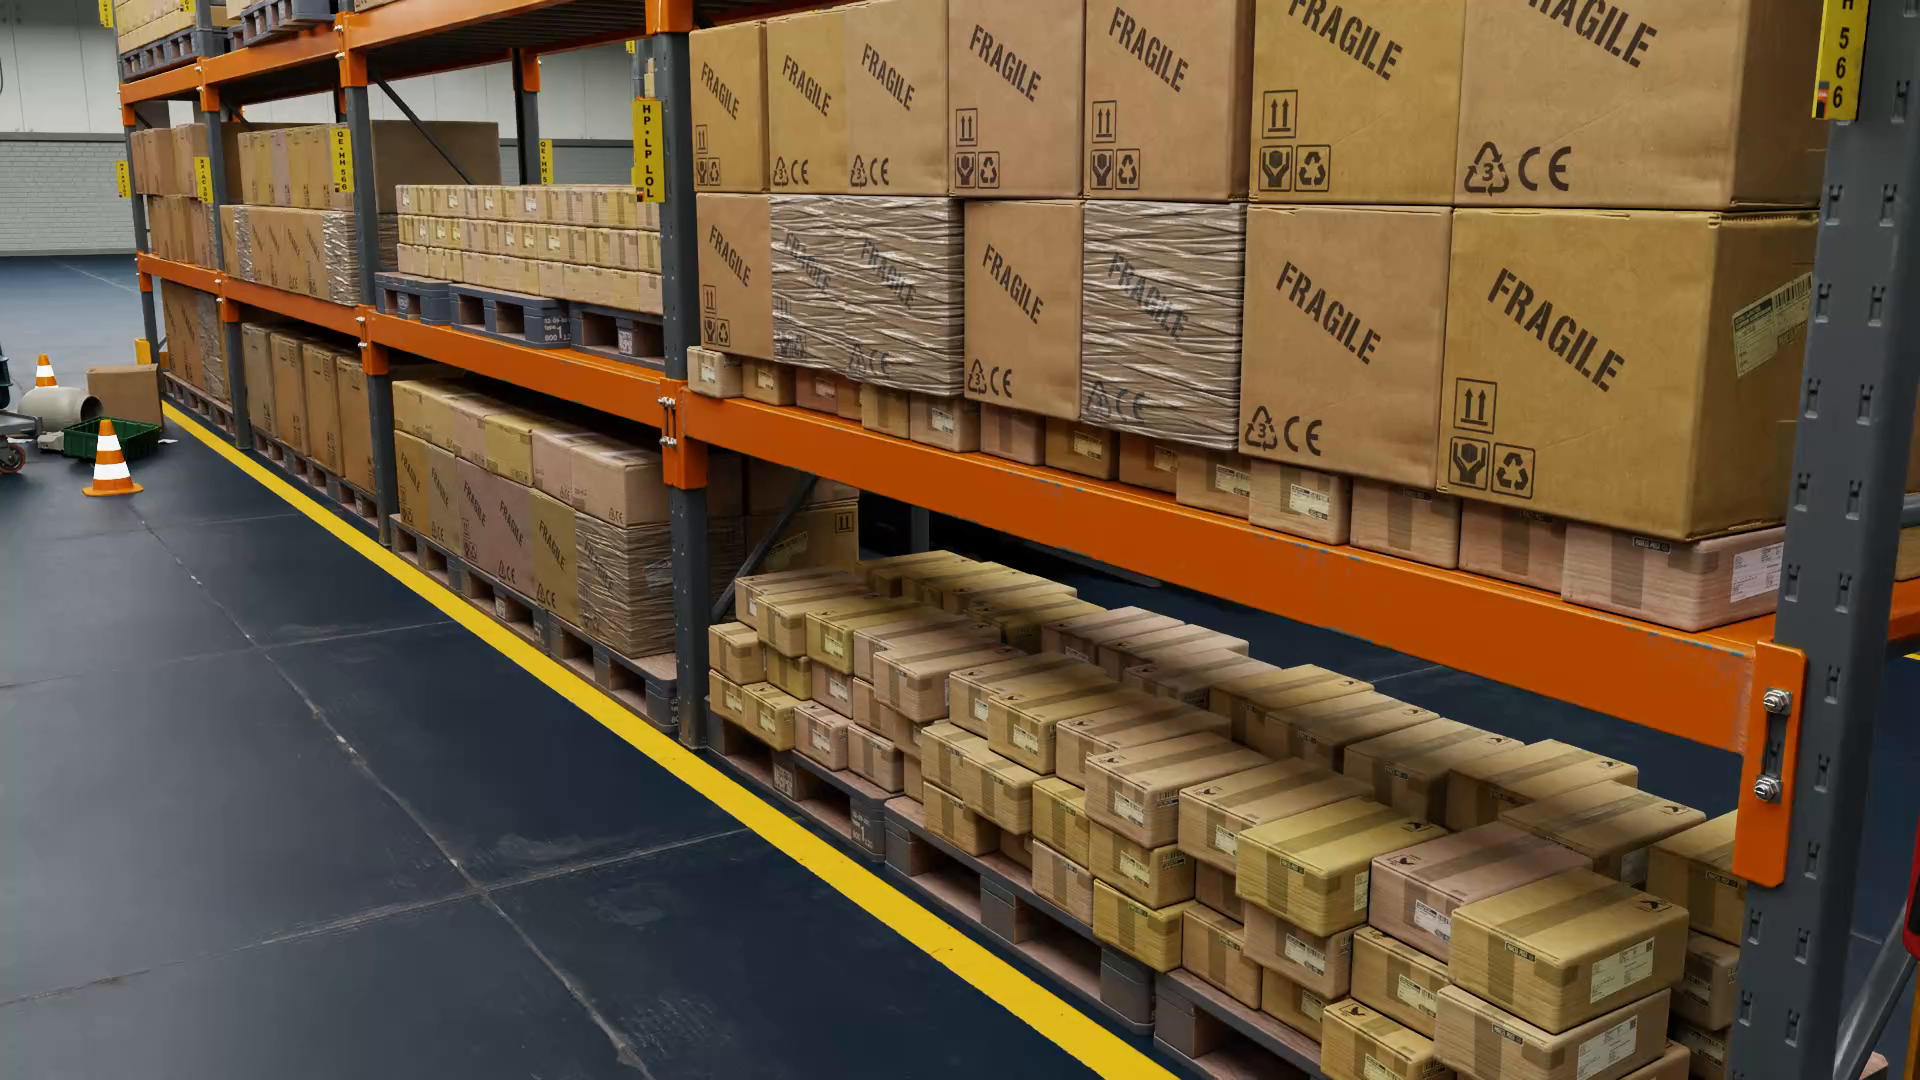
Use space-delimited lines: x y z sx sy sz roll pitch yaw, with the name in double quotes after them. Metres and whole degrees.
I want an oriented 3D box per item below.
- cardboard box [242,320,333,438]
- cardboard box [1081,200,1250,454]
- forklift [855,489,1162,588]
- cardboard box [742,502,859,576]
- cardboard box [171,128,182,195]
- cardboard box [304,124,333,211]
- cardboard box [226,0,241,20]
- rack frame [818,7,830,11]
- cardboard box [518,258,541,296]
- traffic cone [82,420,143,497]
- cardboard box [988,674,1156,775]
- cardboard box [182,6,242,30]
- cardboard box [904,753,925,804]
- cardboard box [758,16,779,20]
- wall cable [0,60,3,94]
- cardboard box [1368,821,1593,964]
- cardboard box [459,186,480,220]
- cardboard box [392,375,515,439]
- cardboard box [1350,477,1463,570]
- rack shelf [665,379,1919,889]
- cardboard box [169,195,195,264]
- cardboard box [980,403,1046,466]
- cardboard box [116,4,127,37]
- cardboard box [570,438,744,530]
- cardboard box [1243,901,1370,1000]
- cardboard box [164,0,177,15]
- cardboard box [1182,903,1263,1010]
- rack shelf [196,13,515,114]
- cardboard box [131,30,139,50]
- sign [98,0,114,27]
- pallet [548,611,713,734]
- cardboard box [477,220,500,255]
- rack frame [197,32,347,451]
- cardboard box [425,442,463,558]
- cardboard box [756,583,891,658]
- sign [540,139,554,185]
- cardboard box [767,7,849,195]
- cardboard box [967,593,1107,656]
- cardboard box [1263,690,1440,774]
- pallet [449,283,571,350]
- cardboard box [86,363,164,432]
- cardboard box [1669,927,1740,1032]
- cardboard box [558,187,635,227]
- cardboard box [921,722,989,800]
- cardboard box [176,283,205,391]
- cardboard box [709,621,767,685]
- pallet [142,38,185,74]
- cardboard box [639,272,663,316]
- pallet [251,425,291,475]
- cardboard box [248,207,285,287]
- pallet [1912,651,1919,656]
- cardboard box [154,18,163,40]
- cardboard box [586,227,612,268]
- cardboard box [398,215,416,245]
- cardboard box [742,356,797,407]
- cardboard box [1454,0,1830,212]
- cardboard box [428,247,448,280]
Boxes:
-4.579 -1.208 12.147 1.050 0.750 0.750 -8 15 -33 "cardboard box"
0.618 -0.492 3.660 0.500 0.500 0.500 -8 15 -33 "cardboard box"
0.333 -1.318 8.526 1.130 2.935 3.031 -8 14 -31 "forklift"
-0.754 0.075 6.868 0.500 0.500 0.500 -7 14 -31 "cardboard box"
-6.060 -3.162 13.919 0.875 0.550 0.500 -8 15 -33 "cardboard box"
-3.589 -2.289 10.234 0.700 0.500 0.500 -8 15 -34 "cardboard box"
-4.871 -3.718 11.419 0.258 0.266 0.396 -8 15 -34 "cardboard box"
-0.813 -5.701 14.369 1.000 3.000 0.127 -8 15 -33 "rack frame"
-1.675 -1.140 7.157 0.380 0.149 0.250 -7 14 -30 "cardboard box"
-5.512 -0.545 10.770 0.336 0.463 0.334 -8 15 -33 "traffic cone"
0.298 0.485 4.420 0.380 0.149 0.250 -8 15 -32 "cardboard box"
-5.466 -3.825 12.181 0.380 0.149 0.250 -8 15 -33 "cardboard box"
0.058 0.680 4.921 0.380 0.149 0.250 -9 15 -35 "cardboard box"
-1.959 -5.140 16.723 0.500 0.500 0.500 -8 15 -33 "cardboard box"
-25.014 -13.219 40.786 2.305 6.003 0.169 -8 15 -33 "wall cable"
1.055 0.714 3.373 0.380 0.149 0.250 -8 15 -32 "cardboard box"
-2.106 -1.571 7.738 0.380 0.149 0.250 -7 14 -30 "cardboard box"
-2.601 -0.689 8.604 0.500 0.250 0.500 -9 15 -35 "cardboard box"
0.977 -0.061 3.205 0.380 0.149 0.250 -8 15 -33 "cardboard box"
0.543 -0.072 4.351 1.077 0.370 4.000 -8 15 -33 "rack shelf"
-6.114 -2.626 13.999 0.875 0.550 0.500 -8 15 -33 "cardboard box"
0.277 -0.296 4.283 0.380 0.149 0.250 -7 14 -31 "cardboard box"
-7.160 -4.588 14.737 0.500 0.250 0.500 -8 15 -33 "cardboard box"
-1.188 -0.232 6.512 0.500 0.250 0.500 -9 15 -34 "cardboard box"
0.832 0.823 3.572 0.380 0.149 0.250 -9 15 -35 "cardboard box"
-5.764 -4.140 12.688 0.500 0.250 0.500 -8 15 -33 "cardboard box"
0.737 0.918 3.832 0.380 0.149 0.250 -8 15 -32 "cardboard box"
-3.890 -2.960 10.537 1.077 0.370 4.000 -8 15 -33 "rack shelf"
-6.870 -4.276 14.242 0.380 0.149 0.250 -8 15 -32 "cardboard box"
-7.679 -4.779 14.942 0.100 0.325 0.005 -8 15 -33 "sign"
-0.998 0.445 6.831 1.003 0.211 1.213 -8 15 -33 "pallet"
-1.966 -1.379 7.556 0.380 0.149 0.250 -8 15 -33 "cardboard box"
-4.998 -2.201 12.407 1.000 3.000 0.127 -8 15 -33 "rack frame"
-2.320 -0.229 8.256 0.500 0.500 0.500 -8 15 -32 "cardboard box"
-0.444 0.260 5.449 0.380 0.149 0.250 -7 14 -30 "cardboard box"
-2.335 -2.083 9.340 0.100 0.325 0.005 -8 15 -33 "sign"
-0.218 -1.262 4.840 0.500 0.500 0.500 -9 15 -34 "cardboard box"
0.246 0.290 5.311 0.380 0.149 0.250 -8 14 -31 "cardboard box"
1.006 0.517 4.275 0.380 0.149 0.250 -7 14 -31 "cardboard box"
-1.651 -1.049 7.587 1.003 0.211 1.213 -8 15 -33 "pallet"
-6.712 -1.136 13.381 0.500 0.500 0.500 -5 13 -23 "cardboard box"
1.574 0.851 3.441 0.380 0.149 0.250 -7 14 -30 "cardboard box"
-1.387 -1.341 6.683 0.380 0.149 0.250 -8 15 -33 "cardboard box"
0.116 0.592 4.628 0.380 0.149 0.250 -8 15 -33 "cardboard box"
-6.294 -1.811 14.612 0.875 0.875 0.875 -8 15 -34 "cardboard box"
-0.631 0.366 5.661 0.380 0.149 0.250 -7 14 -30 "cardboard box"
-6.114 -3.987 13.758 1.003 0.211 1.213 -8 15 -33 "pallet"
-0.950 -0.908 6.099 0.380 0.149 0.250 -8 15 -34 "cardboard box"
-4.507 -0.711 12.118 1.003 0.211 1.213 -8 15 -33 "pallet"
-4.375 -1.946 11.005 0.500 0.500 0.500 -8 15 -33 "cardboard box"
4.656 0.376 7.148 1.003 0.211 1.213 -8 15 -33 "pallet"
-6.173 -4.051 13.216 0.380 0.149 0.250 -8 15 -33 "cardboard box"
-1.232 -1.145 6.485 0.380 0.149 0.250 -7 14 -30 "cardboard box"
-2.681 -1.608 8.603 0.380 0.149 0.250 -7 14 -30 "cardboard box"
-0.476 -0.530 5.351 0.380 0.149 0.250 -8 14 -31 "cardboard box"
1.190 -0.802 2.736 0.500 0.500 0.500 -8 15 -34 "cardboard box"
-2.403 -1.373 8.226 0.380 0.149 0.250 -7 14 -30 "cardboard box"
